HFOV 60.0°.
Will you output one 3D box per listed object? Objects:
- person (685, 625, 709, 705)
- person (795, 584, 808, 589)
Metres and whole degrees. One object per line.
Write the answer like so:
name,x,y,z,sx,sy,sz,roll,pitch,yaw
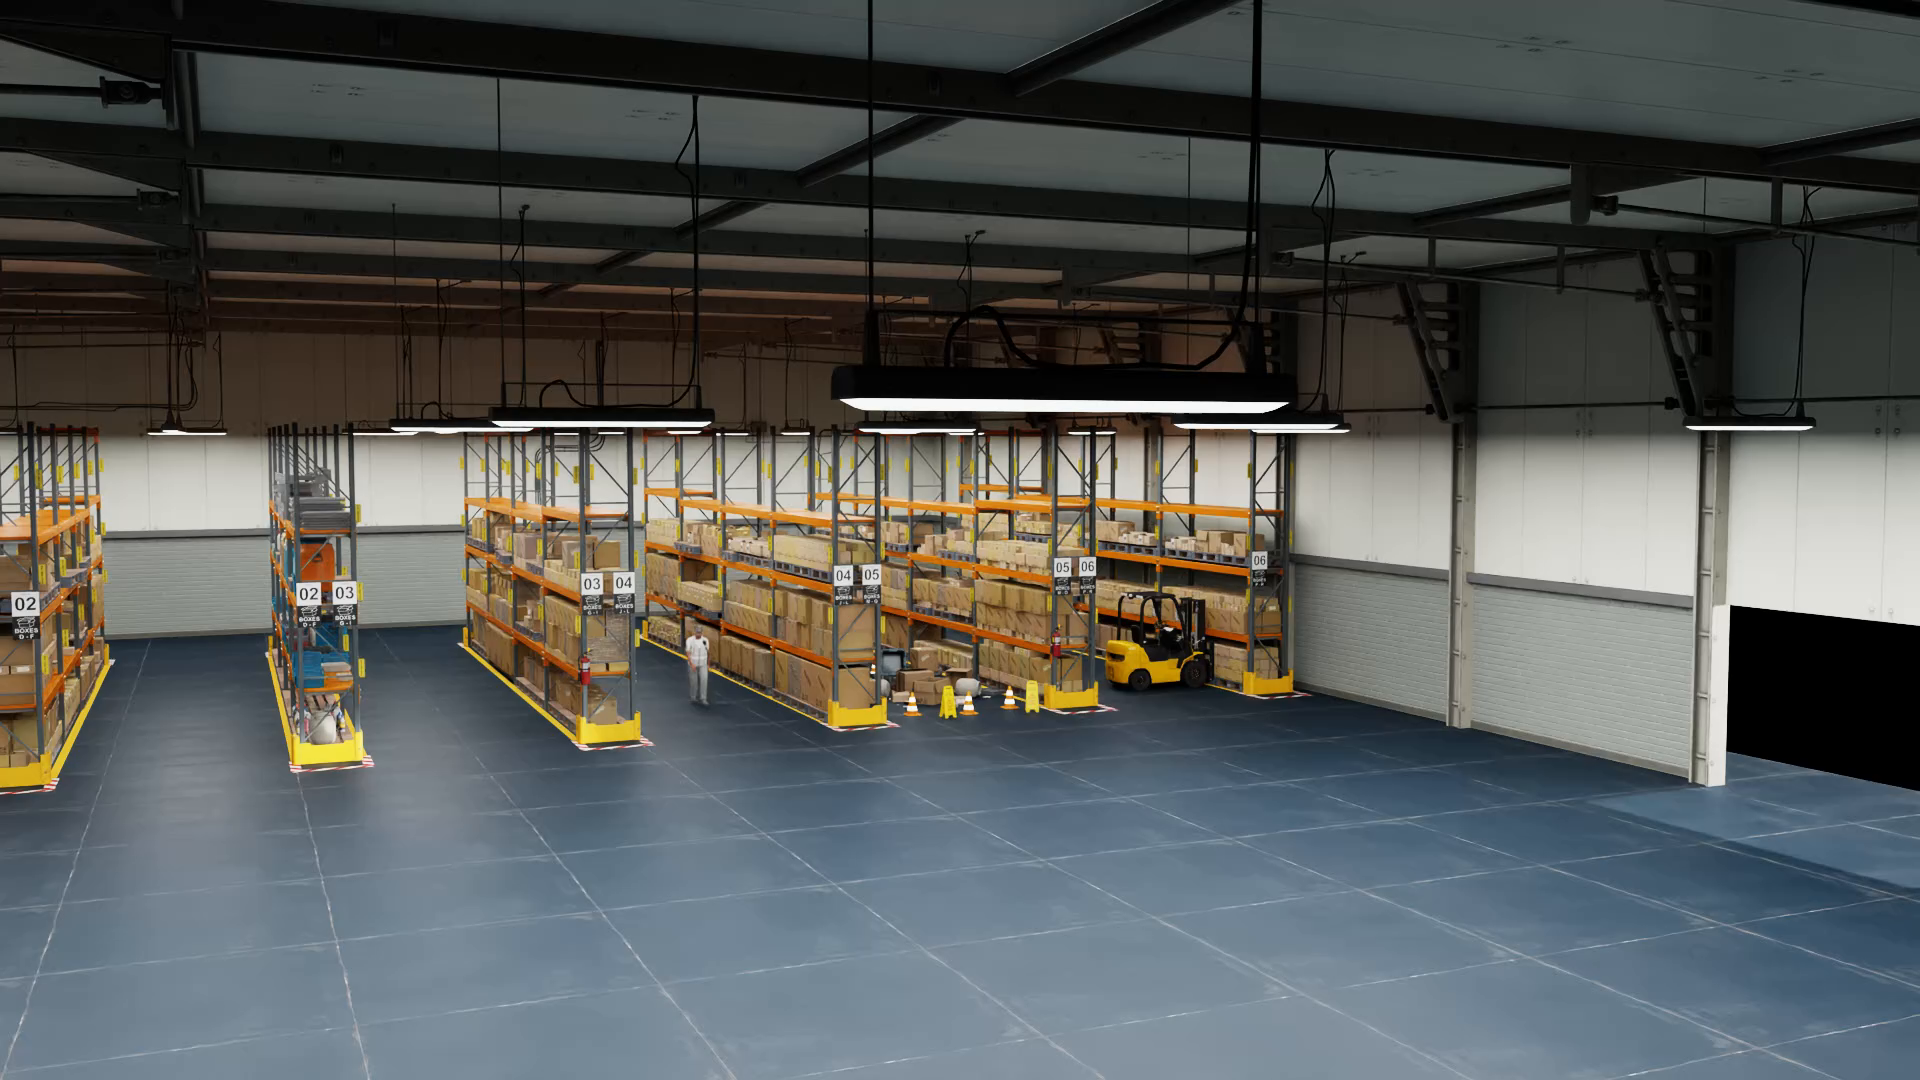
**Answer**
person,-5.622,2.675,35.769,0.539,1.687,1.000,-1,4,-19
person,-5.102,1.535,54.211,0.521,1.750,1.006,3,5,39
